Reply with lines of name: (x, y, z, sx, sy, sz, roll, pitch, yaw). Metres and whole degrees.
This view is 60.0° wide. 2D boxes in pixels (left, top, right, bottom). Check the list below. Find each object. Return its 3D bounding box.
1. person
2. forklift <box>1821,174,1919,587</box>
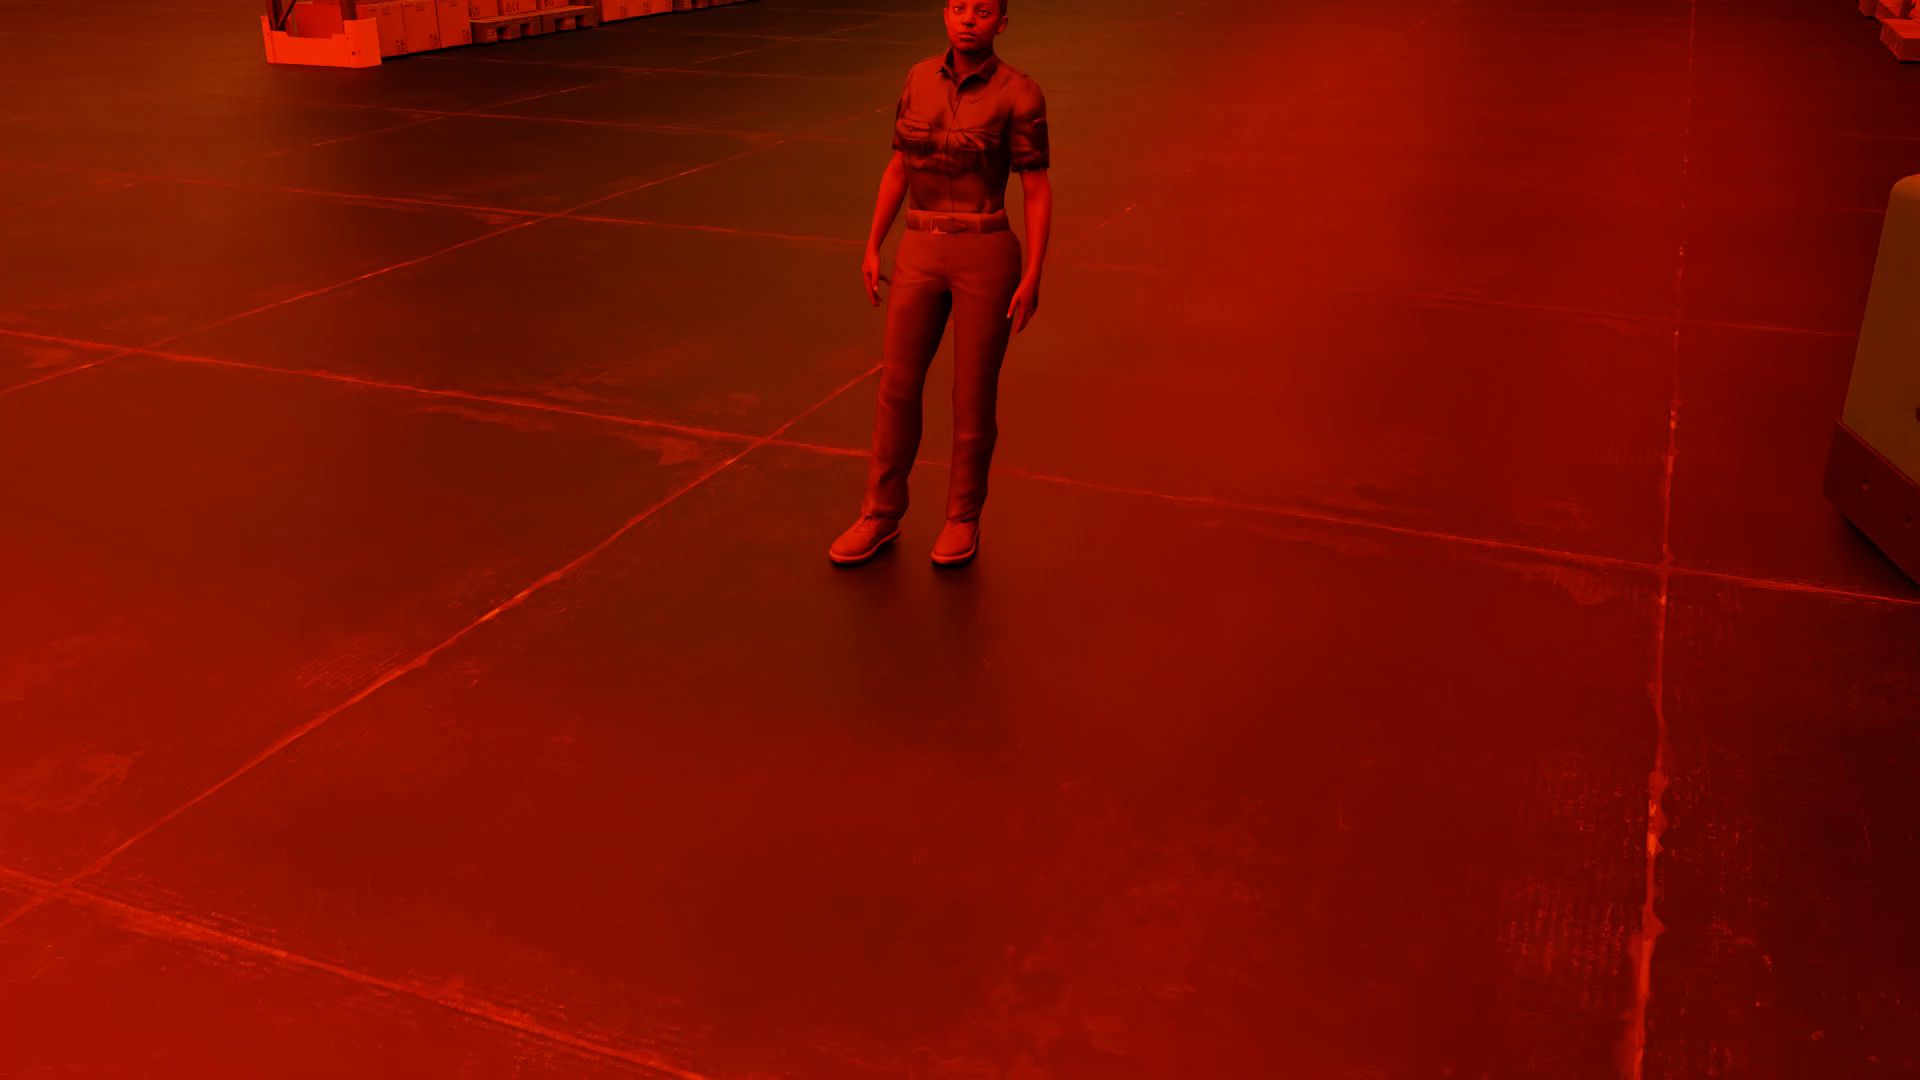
person: (-0.051, -0.741, 4.703, 0.570, 1.656, 0.503, 9, 24, 21)
forklift: (4.187, -1.207, 4.180, 3.031, 2.935, 1.130, 2, 23, 5)
